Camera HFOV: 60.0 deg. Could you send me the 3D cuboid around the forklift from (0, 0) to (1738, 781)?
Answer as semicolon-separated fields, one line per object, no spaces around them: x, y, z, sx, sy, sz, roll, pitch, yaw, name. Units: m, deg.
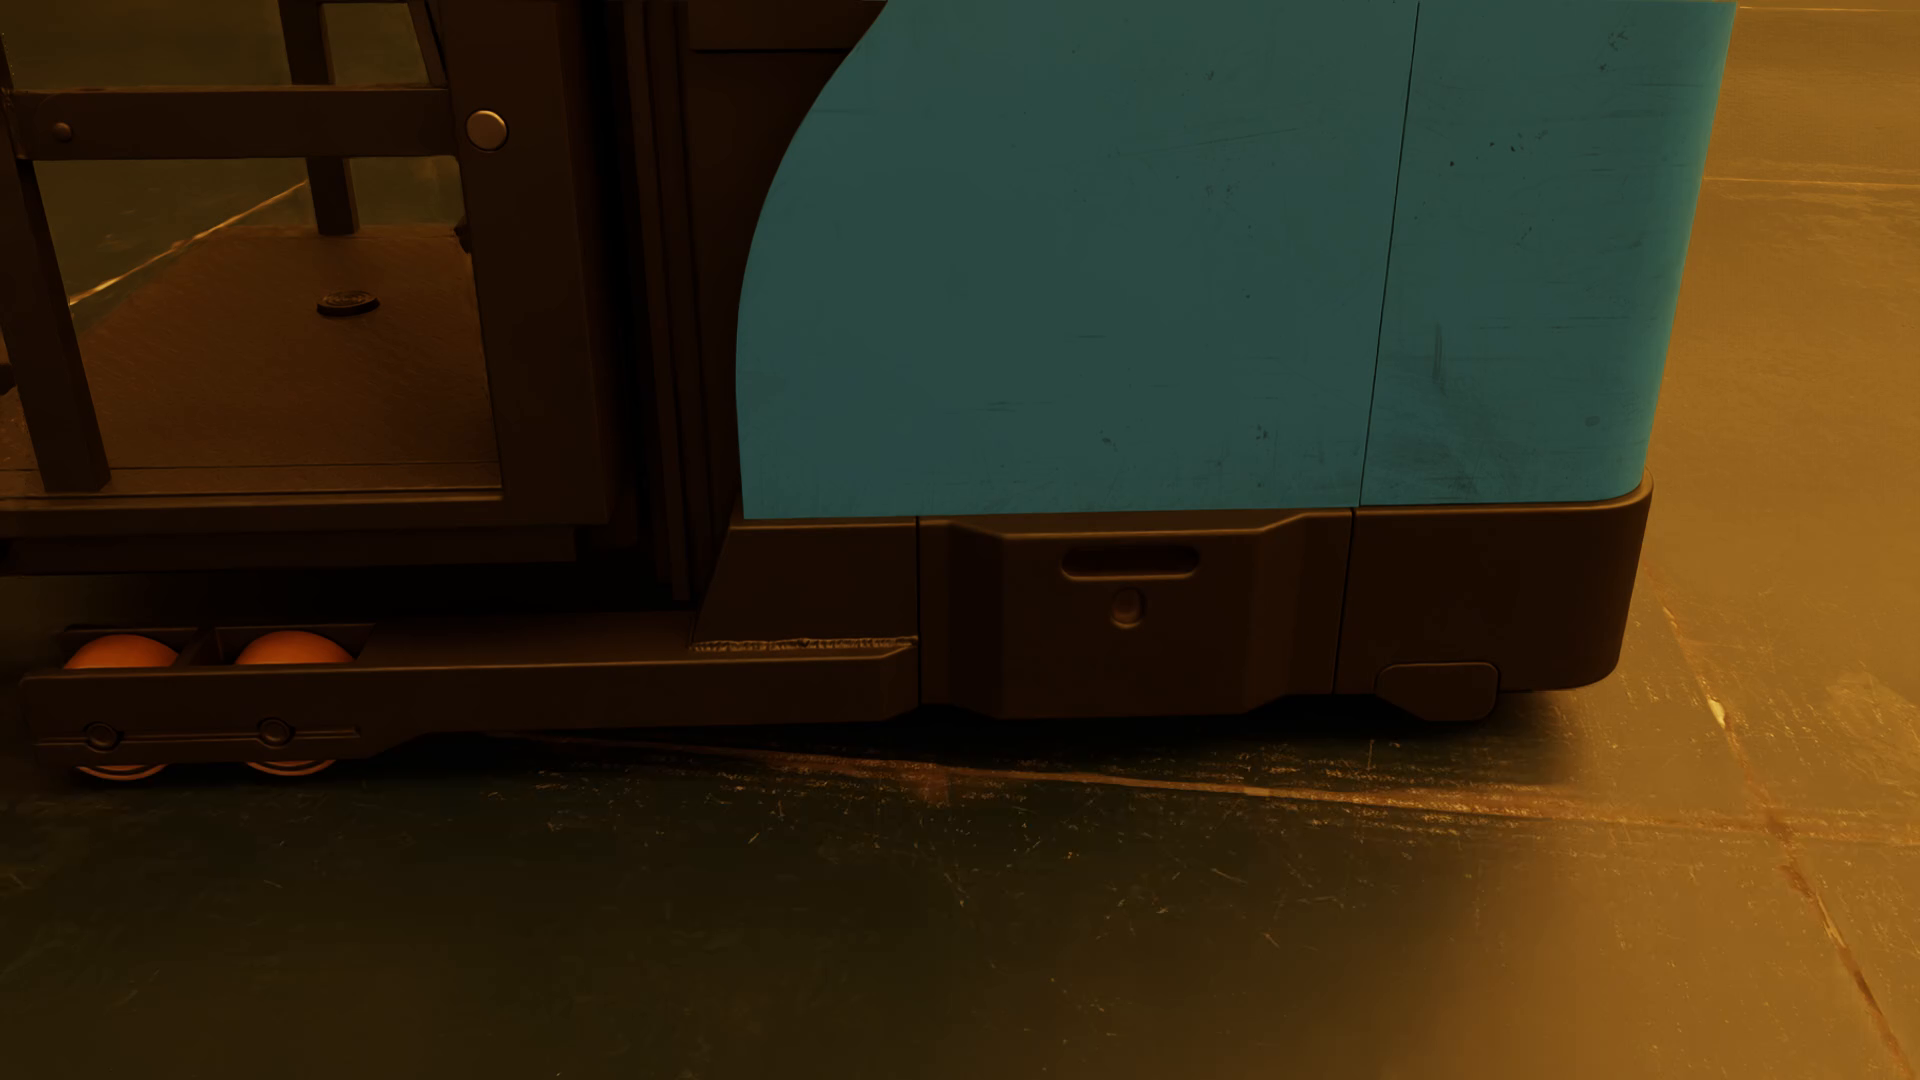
-0.717;-1.274;1.770;3.031;2.935;1.130;-1;27;-2;forklift
